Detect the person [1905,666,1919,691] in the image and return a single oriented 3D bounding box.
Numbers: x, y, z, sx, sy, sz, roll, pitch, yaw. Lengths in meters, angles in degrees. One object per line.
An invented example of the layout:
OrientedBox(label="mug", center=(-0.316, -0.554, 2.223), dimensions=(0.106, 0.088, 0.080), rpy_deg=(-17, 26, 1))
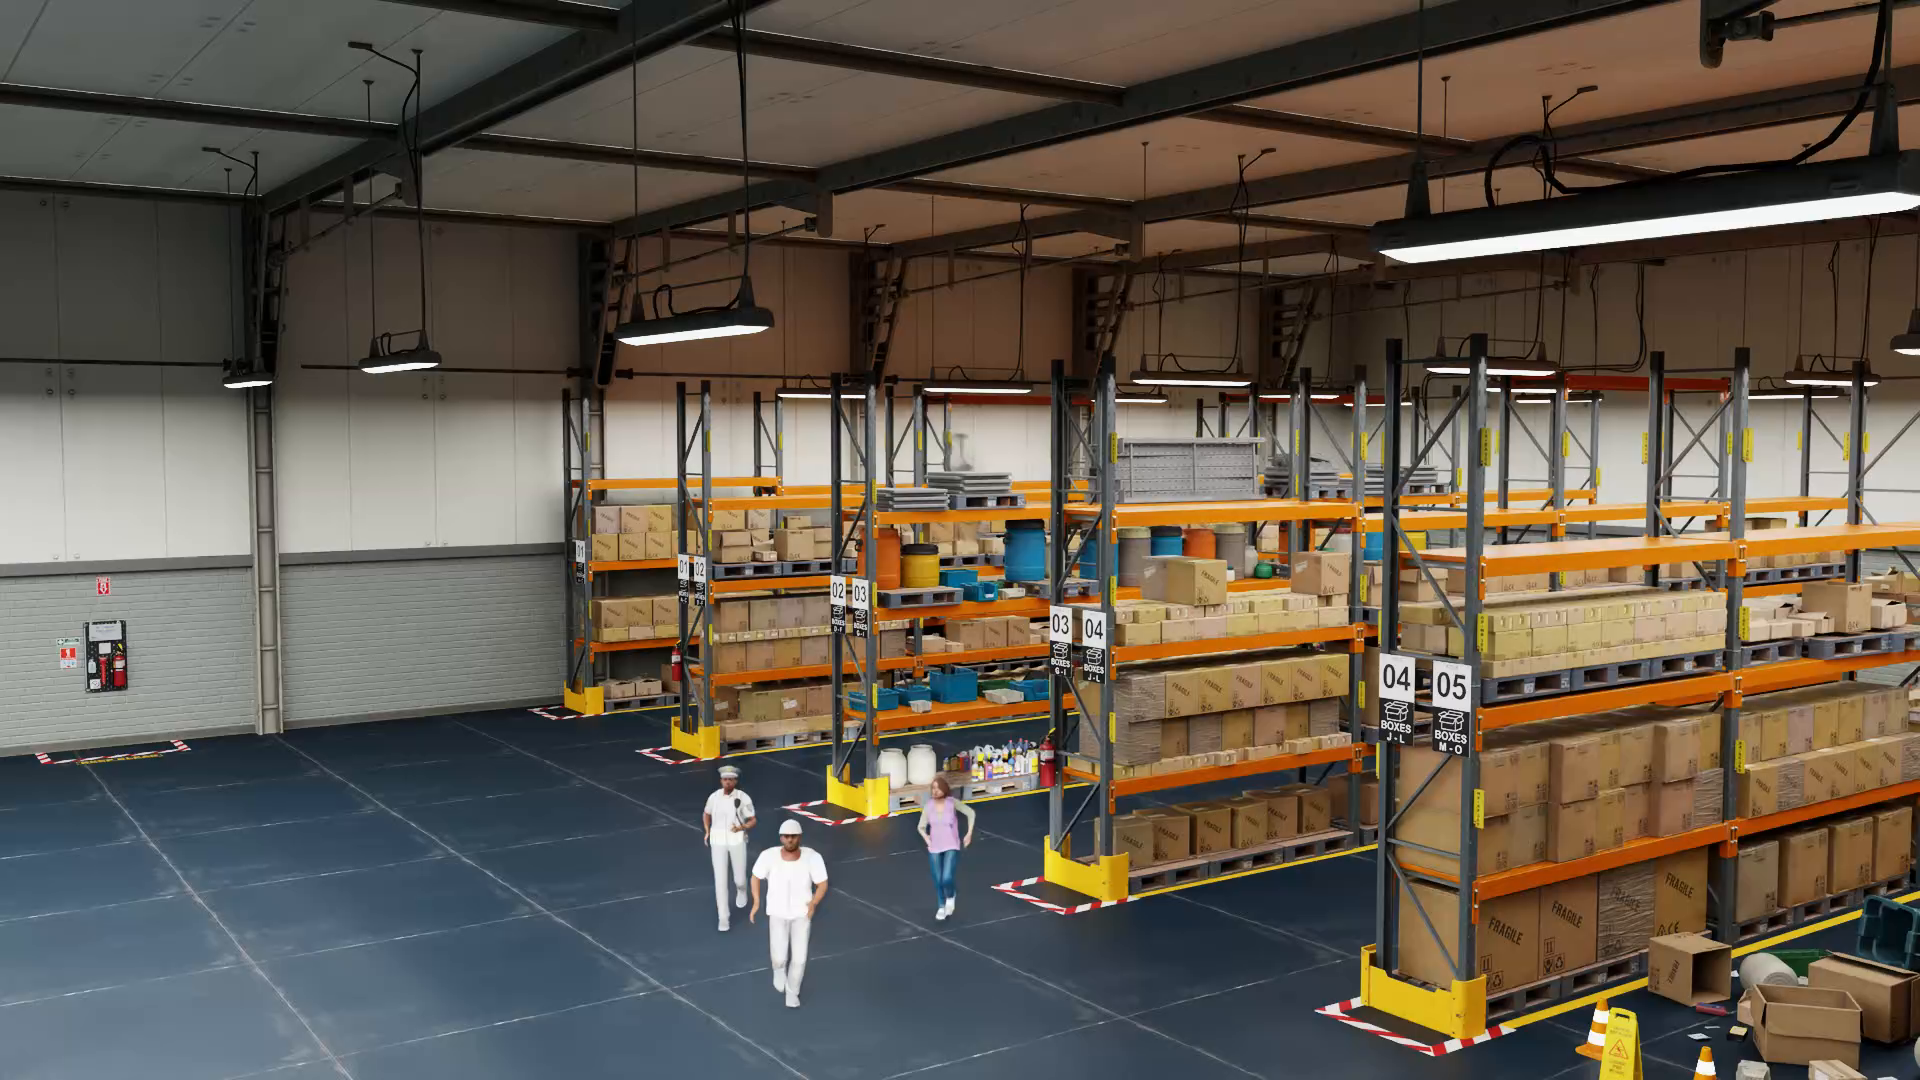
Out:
OrientedBox(label="person", center=(15.453, 2.631, 26.477), dimensions=(0.745, 1.828, 0.732), rpy_deg=(1, 4, 22))

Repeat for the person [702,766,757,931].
OrientedBox(label="person", center=(-2.439, 3.196, 17.550), dimensions=(0.588, 1.670, 0.850), rpy_deg=(0, 4, -1))

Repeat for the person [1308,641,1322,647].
OrientedBox(label="person", center=(6.878, 2.245, 32.091), dimensions=(0.699, 1.738, 0.758), rpy_deg=(4, 5, 44))

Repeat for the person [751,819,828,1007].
OrientedBox(label="person", center=(-1.529, 3.350, 14.909), dimensions=(0.695, 1.710, 0.620), rpy_deg=(0, 4, -5))

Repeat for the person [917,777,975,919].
OrientedBox(label="person", center=(-0.160, 3.270, 17.439), dimensions=(0.564, 1.536, 0.716), rpy_deg=(1, 4, 16))
